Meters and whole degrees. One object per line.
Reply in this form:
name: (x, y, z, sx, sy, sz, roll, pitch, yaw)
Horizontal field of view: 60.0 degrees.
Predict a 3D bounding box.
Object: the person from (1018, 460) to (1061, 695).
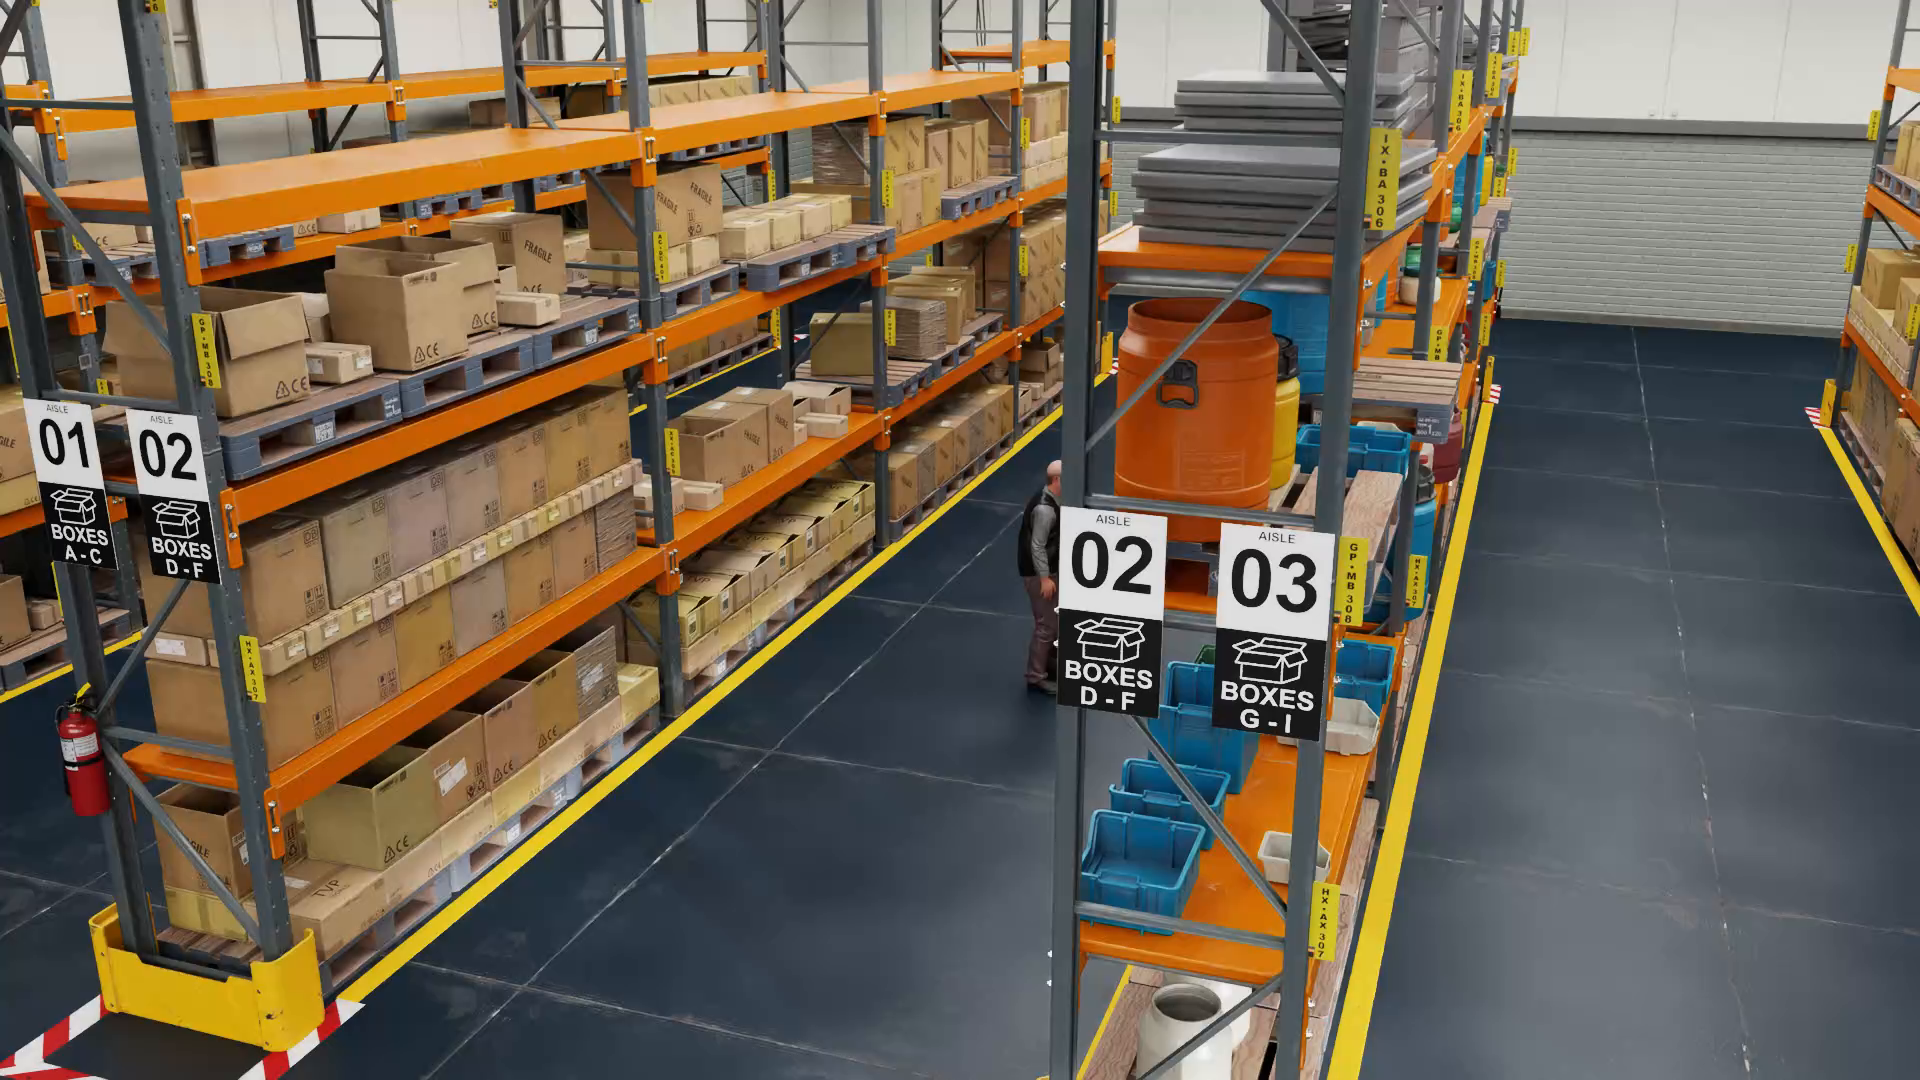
person: (0.644, 0.241, 12.317, 0.426, 1.720, 0.593, 5, 19, 15)
